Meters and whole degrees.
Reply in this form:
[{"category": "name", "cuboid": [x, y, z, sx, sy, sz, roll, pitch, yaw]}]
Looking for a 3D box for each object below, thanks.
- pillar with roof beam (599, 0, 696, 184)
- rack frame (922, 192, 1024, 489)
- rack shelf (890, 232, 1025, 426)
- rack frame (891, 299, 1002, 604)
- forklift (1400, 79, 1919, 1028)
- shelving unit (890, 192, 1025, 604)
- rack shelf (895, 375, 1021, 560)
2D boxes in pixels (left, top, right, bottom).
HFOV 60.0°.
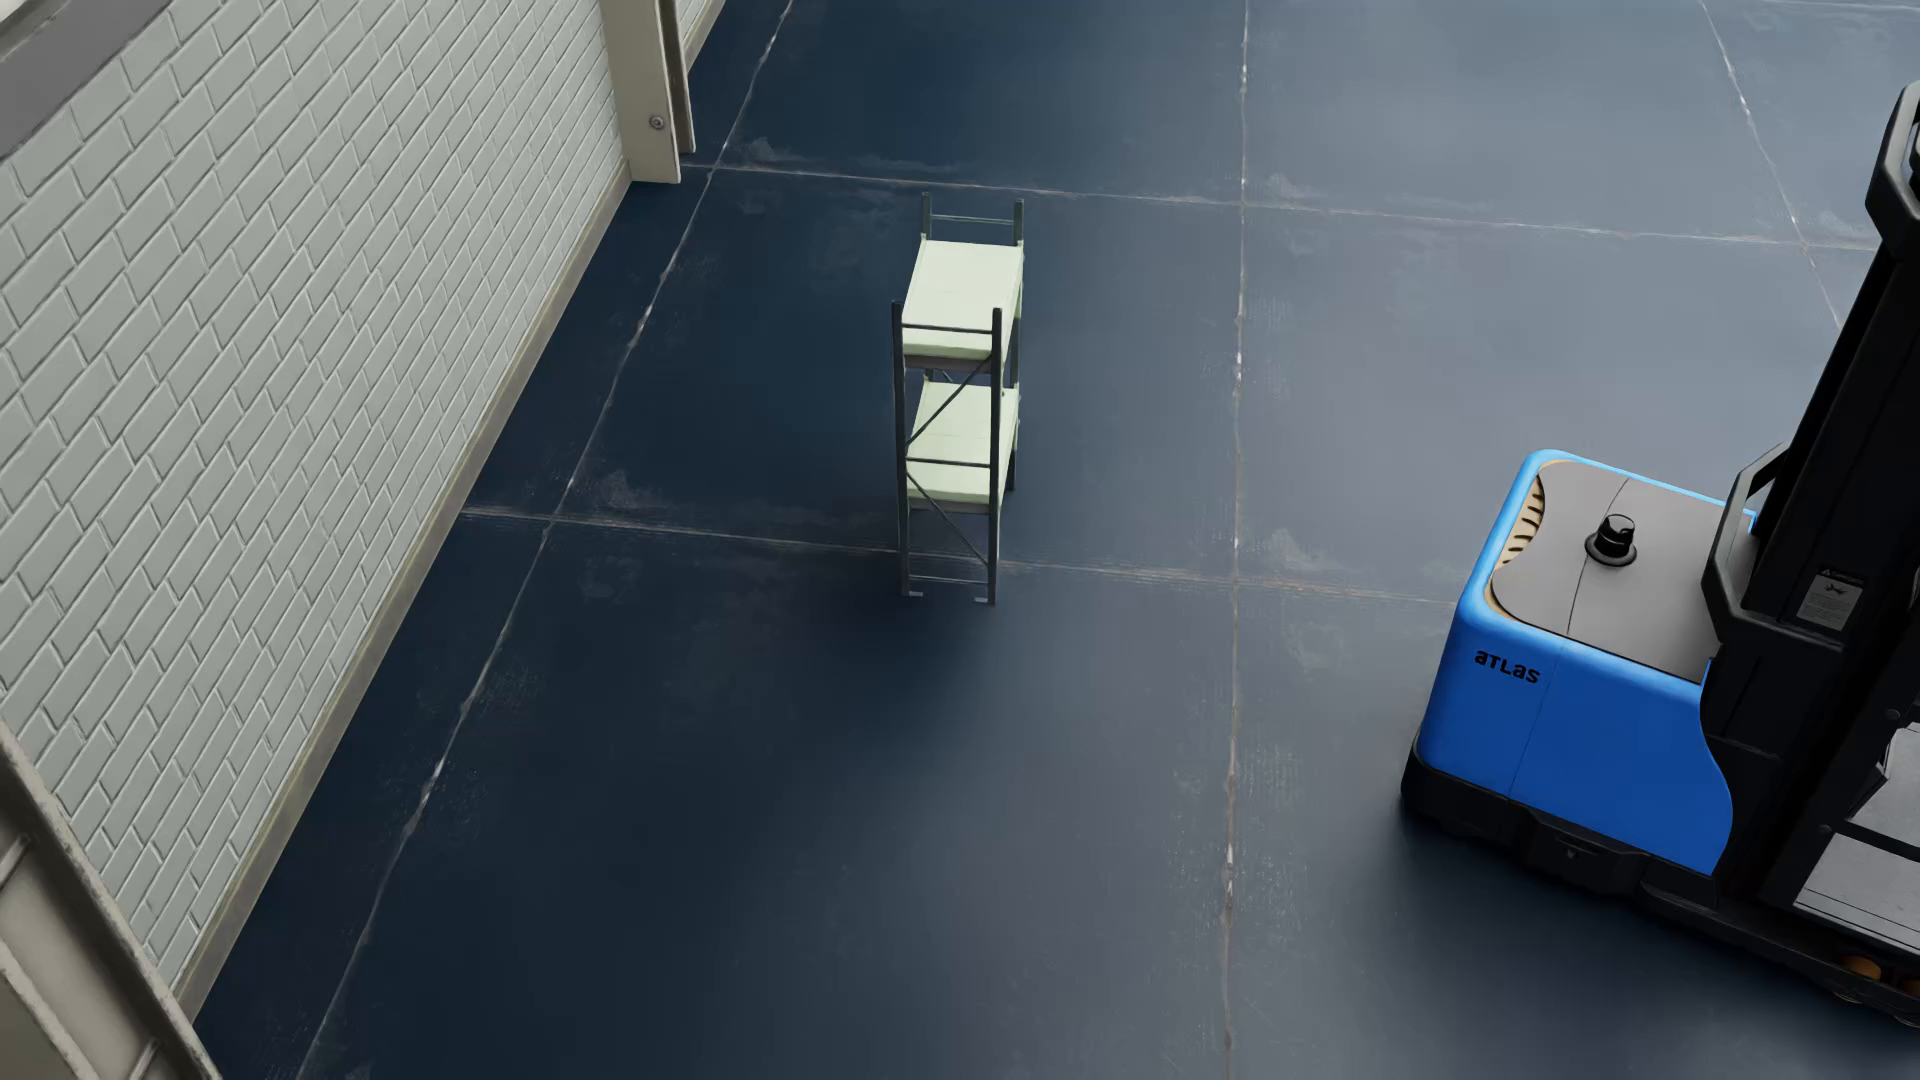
[{"category": "pillar with roof beam", "cuboid": [2.552, -5.039, 6.049, 9.100, 9.000, 0.400, 5, 44, 6]}, {"category": "rack frame", "cuboid": [0.049, -0.799, 7.025, 0.400, 1.500, 0.023, 5, 44, 6]}, {"category": "rack shelf", "cuboid": [0.001, -0.833, 6.493, 0.431, 0.370, 0.720, 5, 44, 6]}, {"category": "rack frame", "cuboid": [-0.048, -0.300, 6.498, 0.400, 1.500, 0.023, 5, 44, 6]}, {"category": "forklift", "cuboid": [3.179, 0.141, 4.992, 3.031, 2.935, 1.130, 21, 47, 21]}, {"category": "shelving unit", "cuboid": [0.001, -0.549, 6.761, 0.431, 1.500, 0.755, 5, 44, 6]}, {"category": "rack shelf", "cuboid": [0.001, -0.312, 6.985, 0.431, 0.370, 0.720, 5, 44, 6]}]
